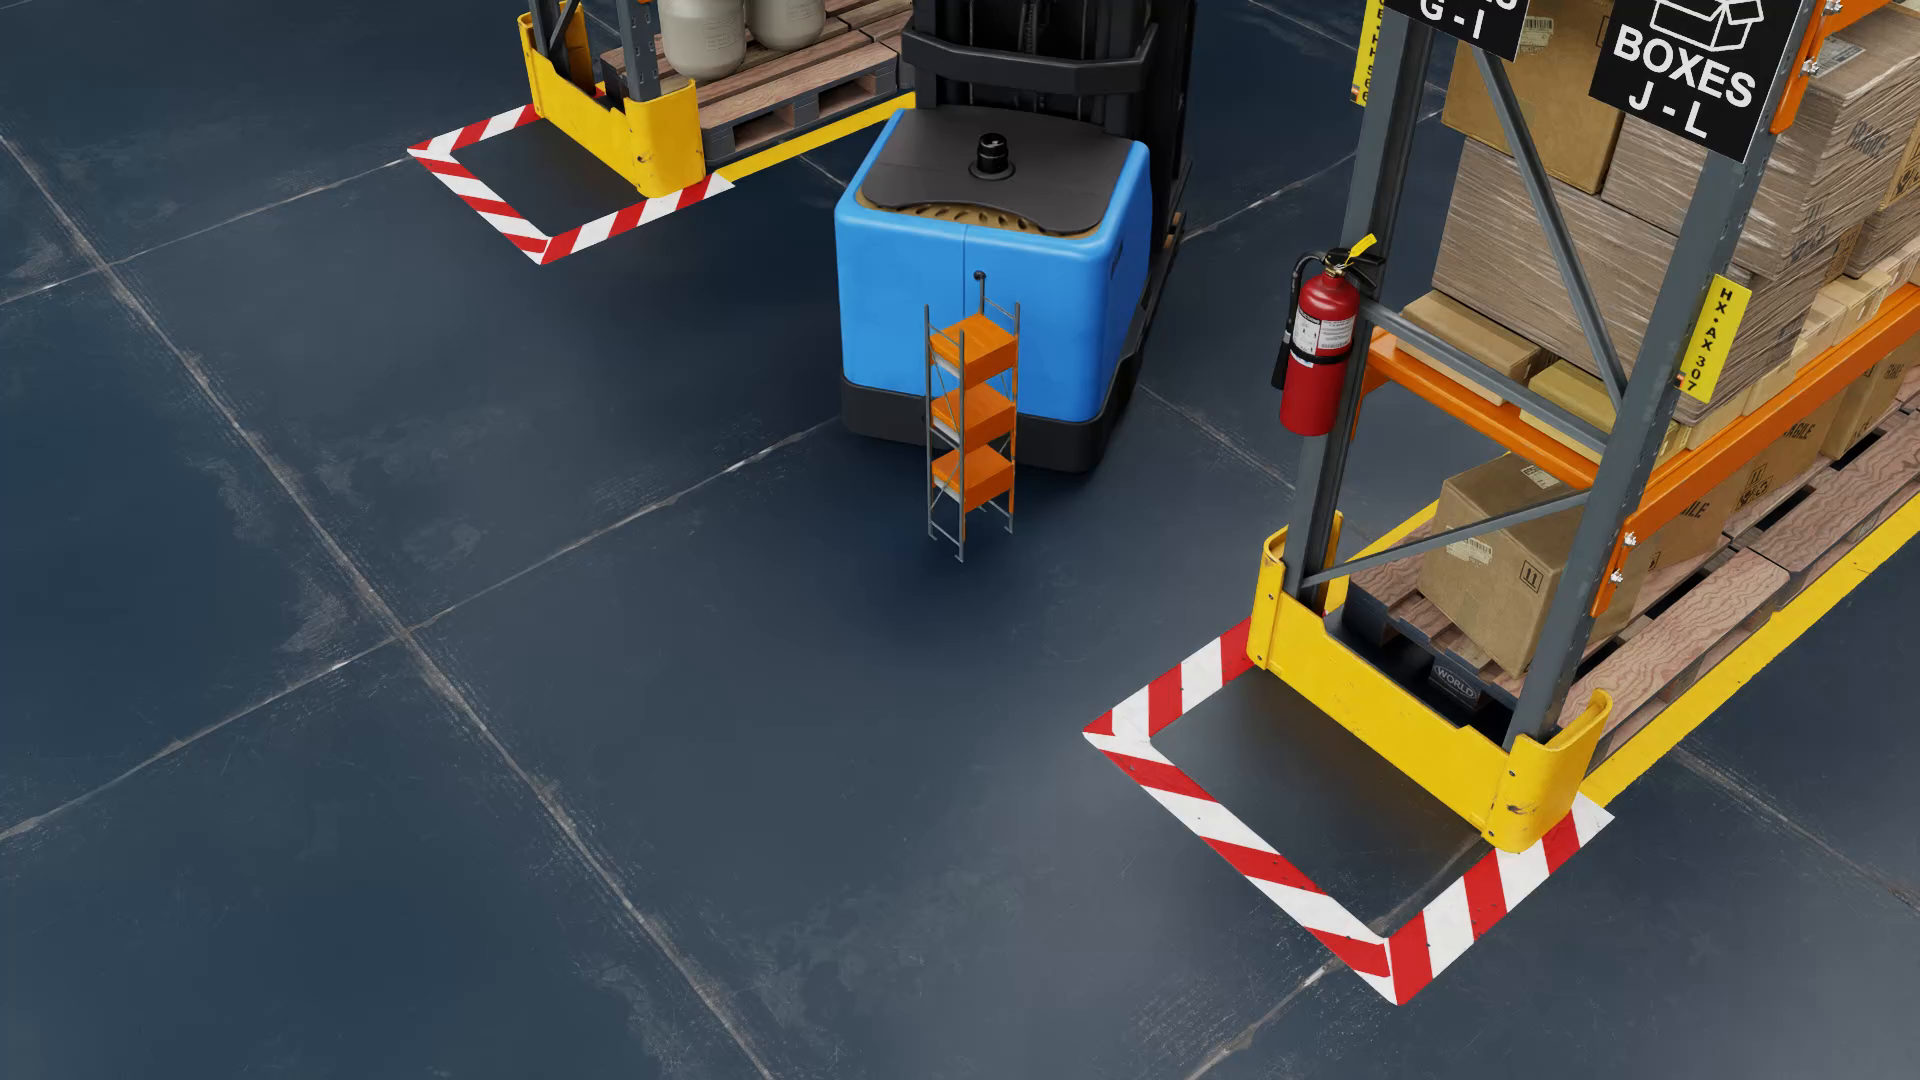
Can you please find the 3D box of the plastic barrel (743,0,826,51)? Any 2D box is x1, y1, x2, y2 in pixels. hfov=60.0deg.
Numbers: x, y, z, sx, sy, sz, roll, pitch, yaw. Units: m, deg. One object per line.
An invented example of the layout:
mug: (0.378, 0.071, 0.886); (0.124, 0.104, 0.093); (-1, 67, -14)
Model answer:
plastic barrel: (-0.912, -2.839, 8.593); (0.421, 0.512, 0.421); (0, 43, 0)

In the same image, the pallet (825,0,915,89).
pallet: (-0.162, -2.972, 9.261); (1.213, 0.211, 1.003); (-30, 51, -28)

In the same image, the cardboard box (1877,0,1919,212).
cardboard box: (2.411, -1.267, 4.387); (0.500, 0.500, 0.500); (-30, 51, -28)

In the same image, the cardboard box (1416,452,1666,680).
cardboard box: (1.916, 0.050, 5.525); (0.500, 0.500, 0.500); (-21, 47, -21)

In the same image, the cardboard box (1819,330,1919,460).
cardboard box: (3.301, -0.718, 6.342); (0.500, 0.500, 0.500); (34, 53, 31)

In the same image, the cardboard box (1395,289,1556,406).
cardboard box: (1.512, -0.585, 4.865); (0.250, 0.149, 0.380); (-30, 51, -28)

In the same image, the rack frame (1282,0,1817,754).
rack frame: (1.426, -0.443, 4.531); (0.127, 3.000, 1.000); (-30, 51, -28)

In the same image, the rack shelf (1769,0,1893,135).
rack shelf: (2.960, -2.153, 4.685); (4.000, 0.370, 1.077); (-30, 51, -28)

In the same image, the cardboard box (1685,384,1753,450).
cardboard box: (2.001, -0.451, 4.723); (0.250, 0.149, 0.380); (-30, 51, -28)

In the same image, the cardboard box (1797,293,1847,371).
cardboard box: (2.381, -0.674, 4.960); (0.250, 0.149, 0.380); (-30, 51, -28)

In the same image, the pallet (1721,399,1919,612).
pallet: (3.065, -0.331, 6.448); (1.213, 0.211, 1.003); (-30, 51, -28)

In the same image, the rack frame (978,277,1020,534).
rack frame: (0.135, -0.460, 5.973); (0.008, 1.050, 0.200); (-30, 51, -28)

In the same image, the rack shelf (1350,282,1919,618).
rack shelf: (2.960, -1.059, 5.712); (4.000, 0.370, 1.077); (-30, 51, -28)

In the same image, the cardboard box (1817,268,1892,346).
cardboard box: (2.578, -0.780, 5.073); (0.250, 0.149, 0.380); (-30, 51, -28)

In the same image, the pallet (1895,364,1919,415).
pallet: (4.001, -0.870, 7.022); (1.213, 0.211, 1.003); (-30, 51, -28)

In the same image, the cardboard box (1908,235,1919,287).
cardboard box: (3.010, -0.959, 5.264); (0.250, 0.149, 0.380); (-30, 51, -28)

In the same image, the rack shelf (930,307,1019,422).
rack shelf: (0.041, -0.605, 5.729); (0.240, 0.259, 0.215); (-30, 51, -28)

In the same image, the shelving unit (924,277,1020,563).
shelving unit: (0.041, -0.406, 5.916); (0.252, 1.050, 0.215); (-30, 51, -28)

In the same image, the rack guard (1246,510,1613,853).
rack guard: (1.484, 0.435, 5.422); (0.348, 0.500, 1.175); (-30, 51, -28)

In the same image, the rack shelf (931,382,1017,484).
rack shelf: (0.041, -0.398, 5.923); (0.240, 0.259, 0.215); (-30, 51, -28)

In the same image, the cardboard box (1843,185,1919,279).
cardboard box: (2.583, -1.294, 5.147); (0.500, 0.500, 0.875); (-30, 51, -28)

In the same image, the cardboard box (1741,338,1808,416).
cardboard box: (2.203, -0.553, 4.831); (0.250, 0.149, 0.380); (-30, 51, -28)

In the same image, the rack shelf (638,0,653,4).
rack shelf: (-0.218, -3.660, 8.481); (4.000, 0.370, 1.077); (-30, 51, -28)

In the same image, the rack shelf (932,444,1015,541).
rack shelf: (0.041, -0.196, 6.113); (0.240, 0.259, 0.215); (-30, 51, -28)

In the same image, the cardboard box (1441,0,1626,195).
cardboard box: (1.689, -1.324, 4.448); (0.500, 0.500, 0.500); (-30, 51, -28)

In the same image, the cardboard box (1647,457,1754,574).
cardboard box: (2.352, -0.231, 5.824); (0.500, 0.500, 0.500); (-17, 46, -18)

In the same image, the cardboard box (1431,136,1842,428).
cardboard box: (1.865, -0.815, 4.636); (0.500, 0.500, 0.875); (-30, 51, -28)

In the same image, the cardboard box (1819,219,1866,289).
cardboard box: (2.172, -1.098, 4.937); (0.500, 0.500, 0.875); (-30, 51, -28)

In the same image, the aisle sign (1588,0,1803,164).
aisle sign: (1.571, -1.206, 3.444); (0.004, 0.787, 0.394); (-30, 51, -28)

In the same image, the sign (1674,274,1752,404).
sign: (1.774, -0.474, 3.931); (0.005, 0.325, 0.100); (-30, 51, -28)

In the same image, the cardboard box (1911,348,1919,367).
cardboard box: (3.727, -1.032, 6.676); (0.500, 0.500, 0.500); (-15, 45, -16)

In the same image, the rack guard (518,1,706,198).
rack guard: (-1.724, -2.191, 8.217); (0.348, 0.500, 1.175); (-30, 51, -28)

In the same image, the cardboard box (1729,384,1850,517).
cardboard box: (2.844, -0.496, 6.106); (0.500, 0.500, 0.500); (-25, 49, -24)

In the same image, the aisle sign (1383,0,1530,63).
aisle sign: (1.186, -1.521, 3.779); (0.004, 0.787, 0.394); (-30, 51, -28)

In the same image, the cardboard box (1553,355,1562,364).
cardboard box: (1.704, -0.694, 4.982); (0.250, 0.149, 0.380); (-30, 51, -28)

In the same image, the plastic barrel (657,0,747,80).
plastic barrel: (-1.296, -2.619, 8.358); (0.421, 0.512, 0.421); (0, 43, 0)

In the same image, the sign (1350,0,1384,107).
sign: (1.085, -1.280, 4.346); (0.005, 0.325, 0.100); (-30, 51, -28)

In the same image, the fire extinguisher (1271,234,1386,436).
fire extinguisher: (1.042, -0.606, 4.761); (0.183, 0.674, 0.296); (-30, 51, -28)

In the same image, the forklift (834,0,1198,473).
forklift: (0.417, -2.354, 6.615); (1.130, 2.935, 3.031); (11, 44, 11)

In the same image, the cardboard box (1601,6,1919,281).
cardboard box: (2.023, -1.051, 4.157); (0.500, 0.500, 0.500); (-30, 51, -28)

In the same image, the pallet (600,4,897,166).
pallet: (-1.097, -2.439, 8.693); (1.213, 0.211, 1.003); (-30, 51, -28)

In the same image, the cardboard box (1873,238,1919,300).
cardboard box: (2.752, -0.904, 5.205); (0.250, 0.149, 0.380); (-30, 51, -28)

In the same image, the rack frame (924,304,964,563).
rack frame: (-0.053, -0.353, 5.859); (0.008, 1.050, 0.200); (-30, 51, -28)

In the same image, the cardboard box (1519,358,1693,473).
cardboard box: (1.797, -0.351, 4.617); (0.250, 0.149, 0.380); (-30, 51, -28)

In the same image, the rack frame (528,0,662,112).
rack frame: (-1.752, -3.044, 7.300); (0.127, 3.000, 1.000); (-30, 51, -28)

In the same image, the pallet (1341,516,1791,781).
pallet: (2.130, 0.202, 5.881); (1.213, 0.211, 1.003); (-30, 51, -28)
